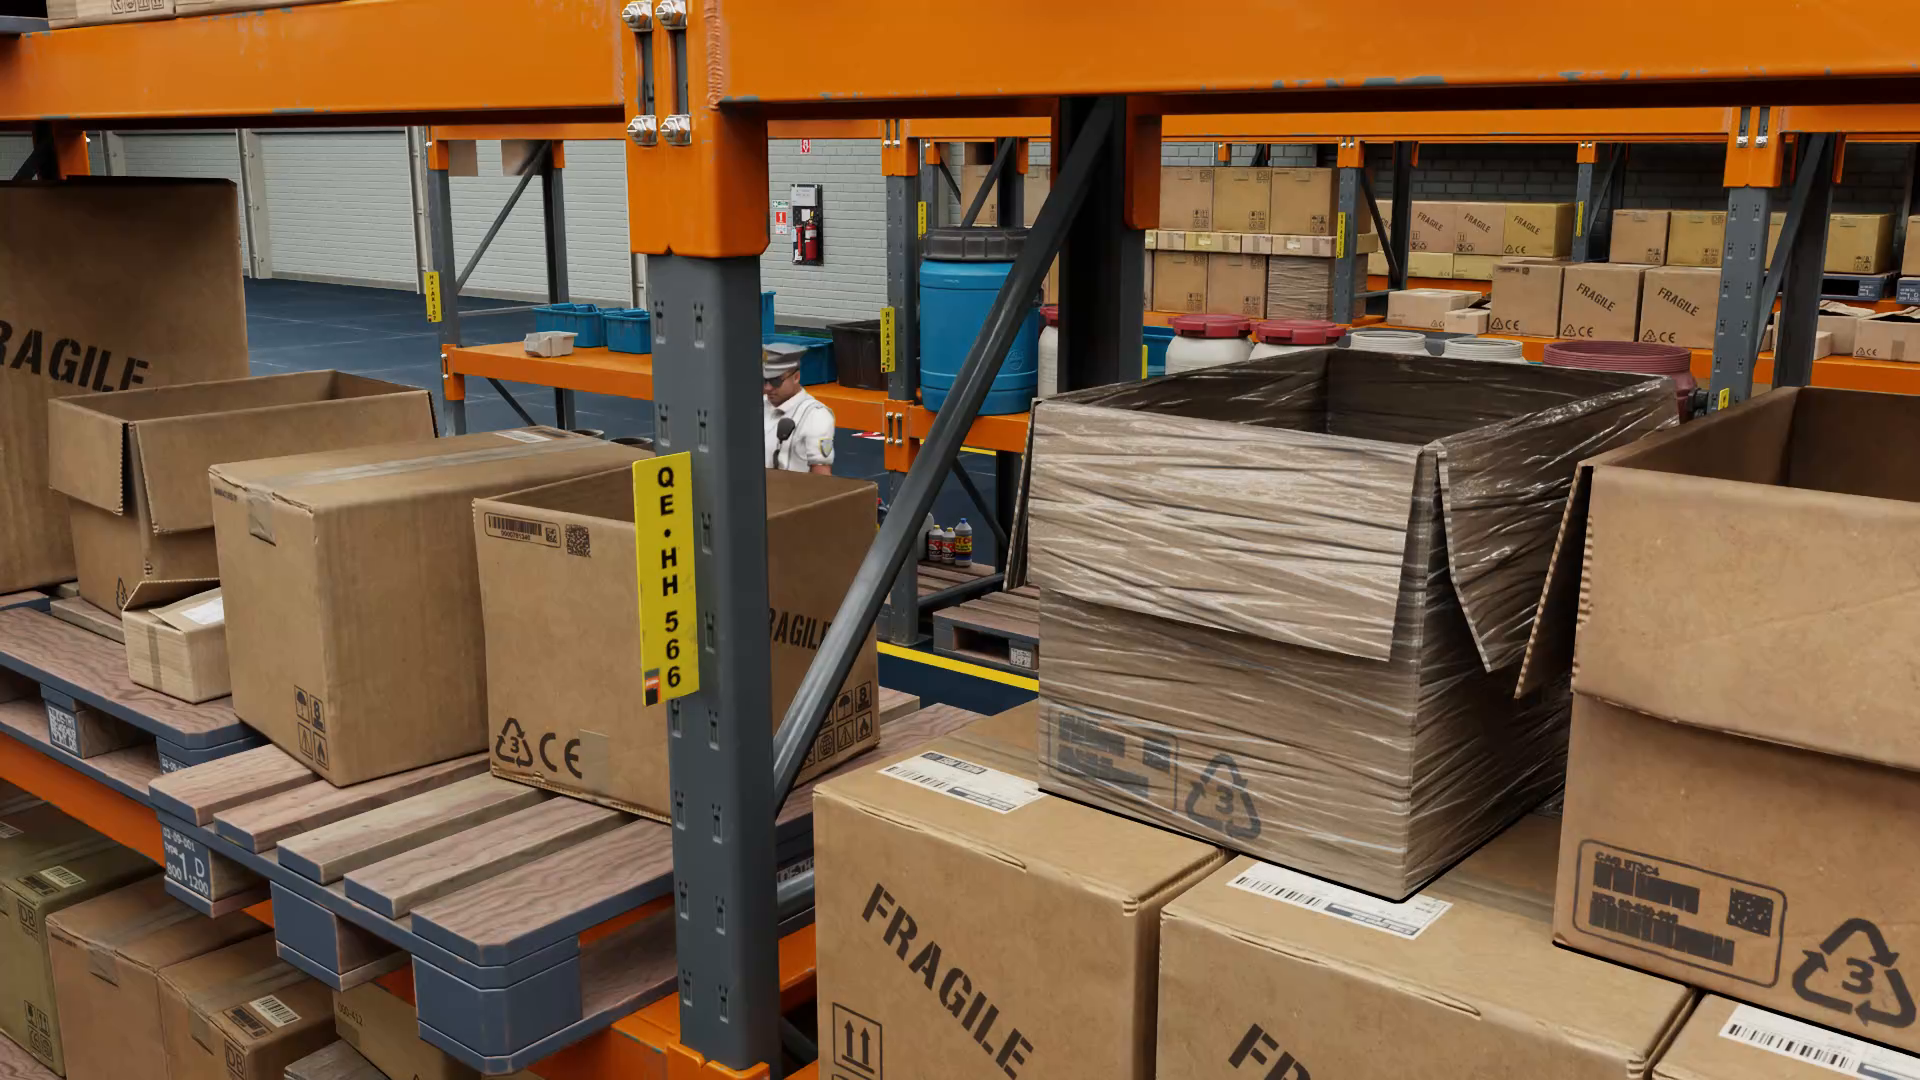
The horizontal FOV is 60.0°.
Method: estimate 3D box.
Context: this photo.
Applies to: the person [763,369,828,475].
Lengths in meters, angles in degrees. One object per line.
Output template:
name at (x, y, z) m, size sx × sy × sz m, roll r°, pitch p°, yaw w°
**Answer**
person at (-0.826, 0.014, 7.700) m, size 0.575 × 1.633 × 0.609 m, roll 11°, pitch 17°, yaw 39°
